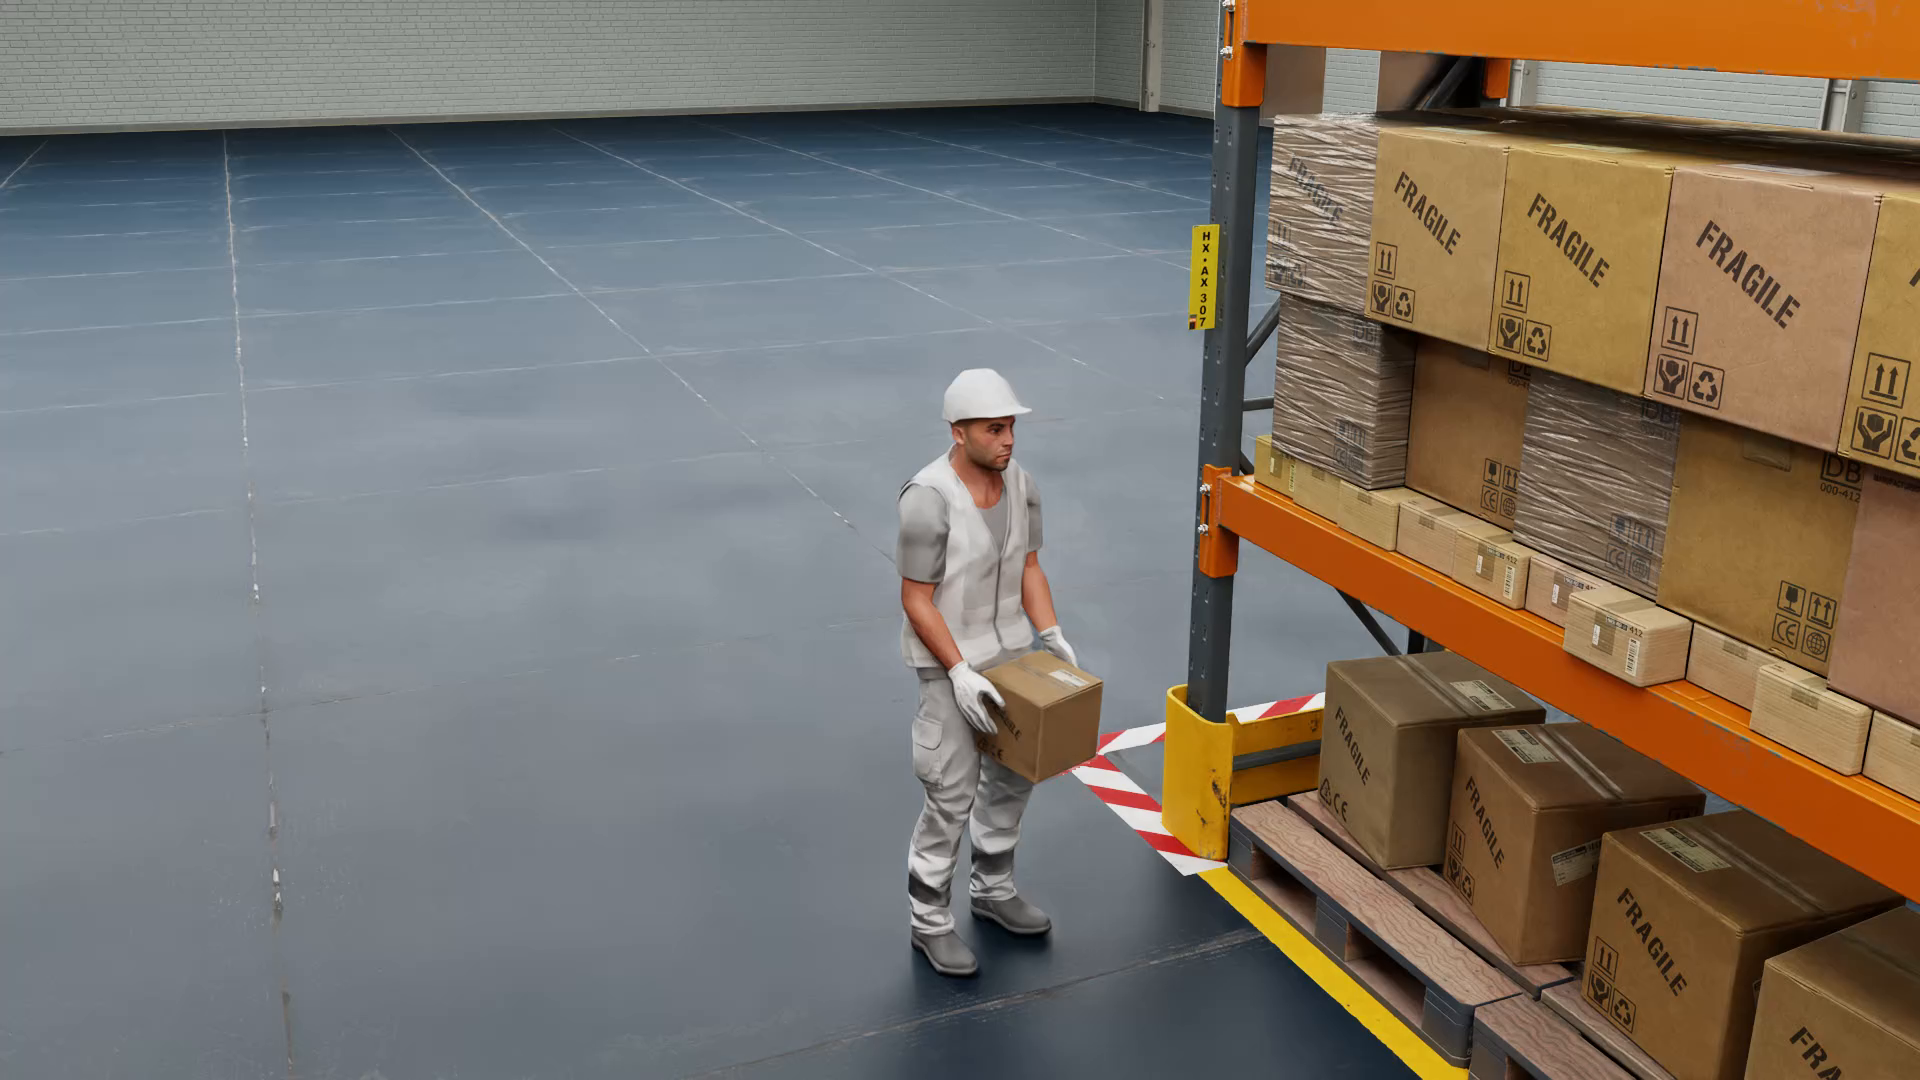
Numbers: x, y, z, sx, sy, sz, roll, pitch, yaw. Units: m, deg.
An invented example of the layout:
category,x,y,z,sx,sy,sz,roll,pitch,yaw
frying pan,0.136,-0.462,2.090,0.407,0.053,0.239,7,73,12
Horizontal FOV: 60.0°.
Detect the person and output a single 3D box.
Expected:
category,x,y,z,sx,sy,sz,roll,pitch,yaw
person,0.073,0.379,4.896,0.535,1.792,0.462,-17,25,-41
